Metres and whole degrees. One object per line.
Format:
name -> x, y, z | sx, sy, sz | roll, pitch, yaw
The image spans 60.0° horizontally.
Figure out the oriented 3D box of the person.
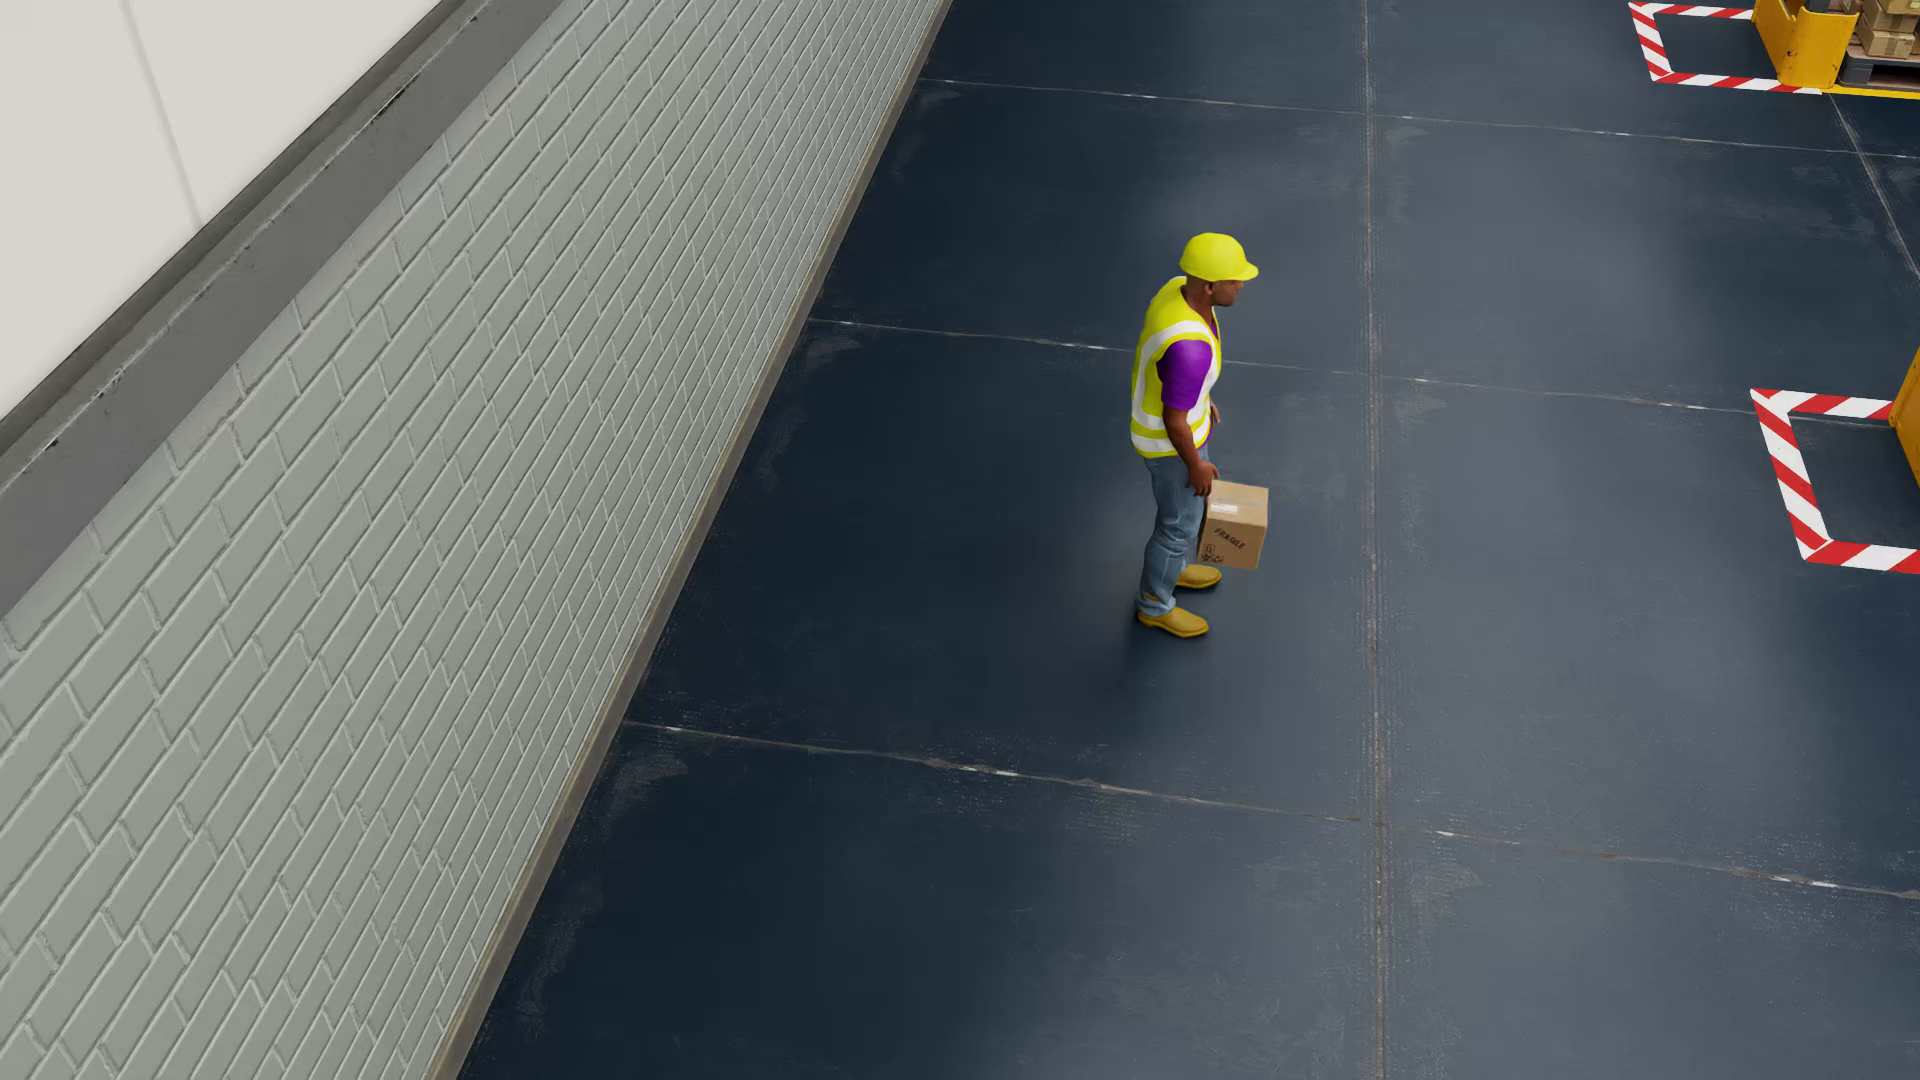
person -> 0.899, -0.436, 6.654 | 0.457, 1.764, 0.595 | 5, 41, 6
